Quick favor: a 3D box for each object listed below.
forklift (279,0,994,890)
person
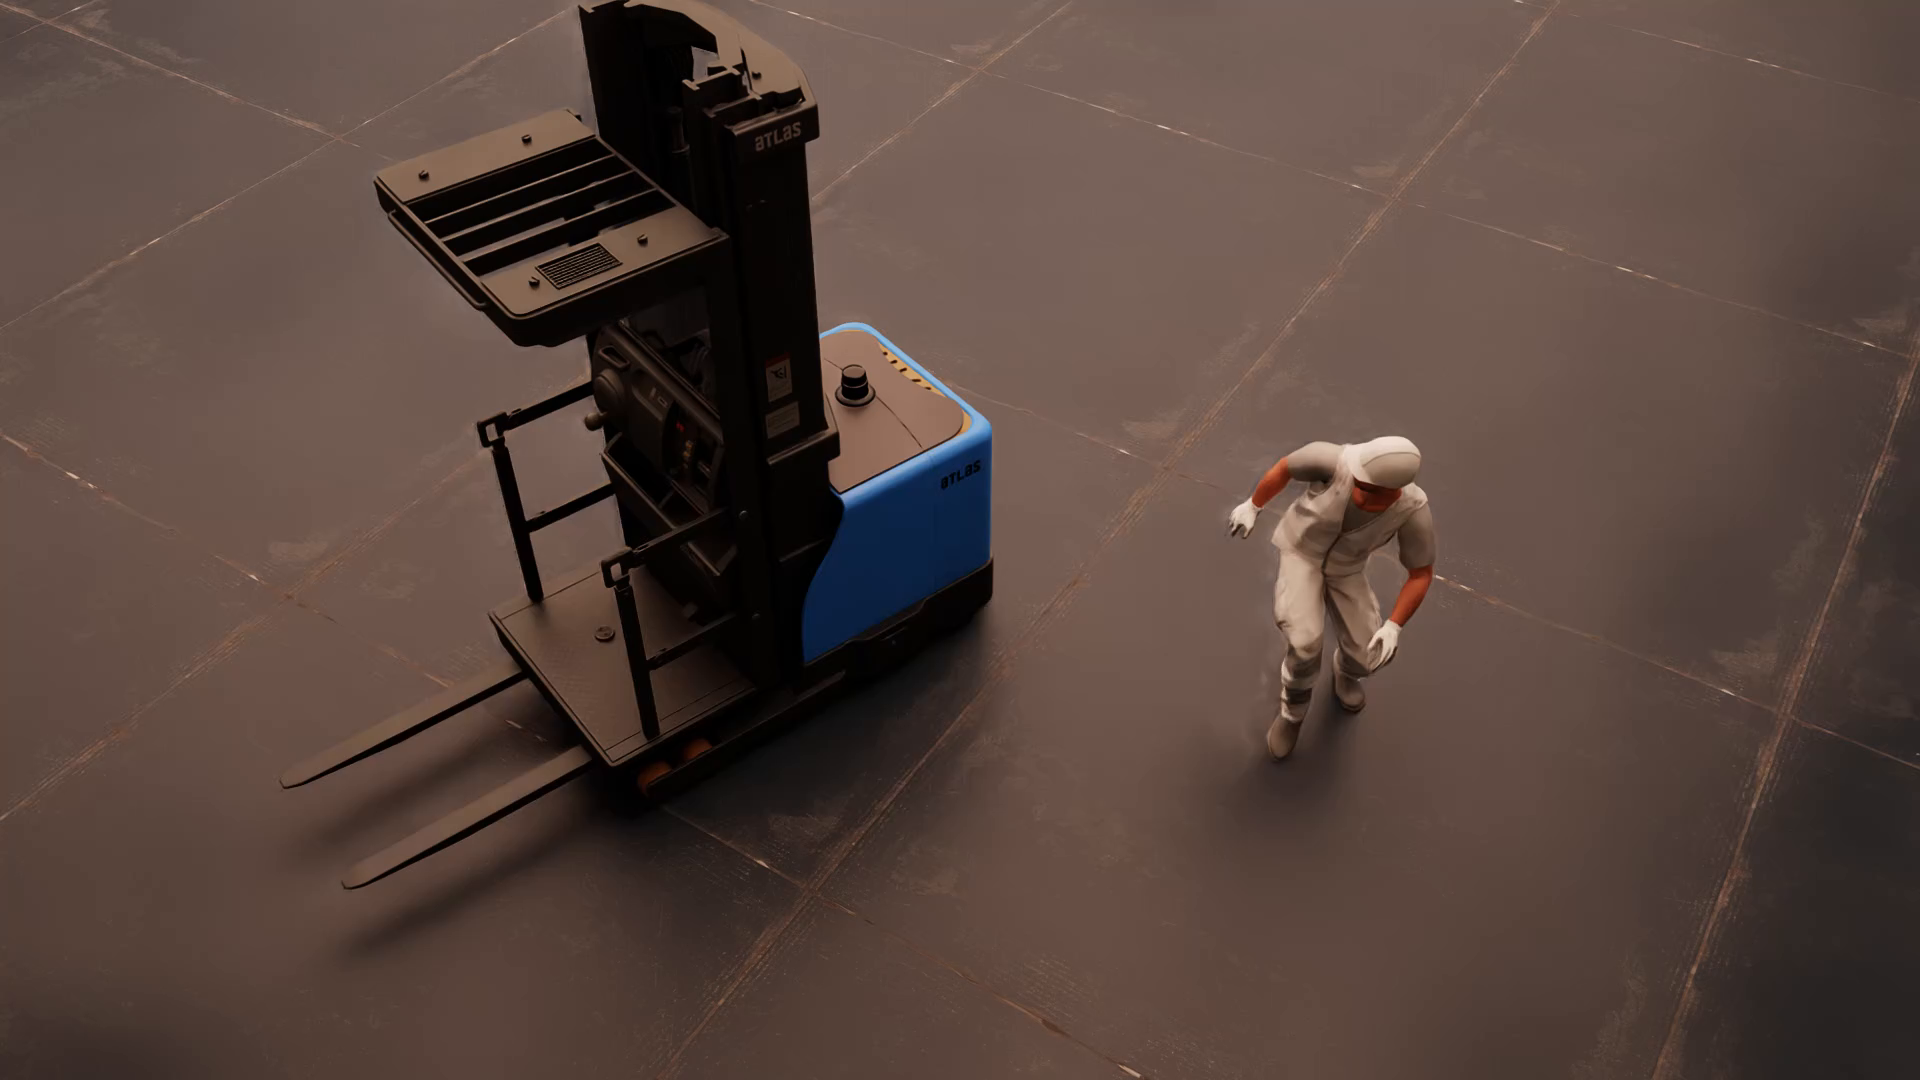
[{"bbox_3d":[-1.324,-0.405,6.276,3.031,2.935,1.130,-28,50,-27],"label":"forklift"},{"bbox_3d":[1.476,0.164,6.694,0.781,1.561,0.772,5,44,5],"label":"person"}]
